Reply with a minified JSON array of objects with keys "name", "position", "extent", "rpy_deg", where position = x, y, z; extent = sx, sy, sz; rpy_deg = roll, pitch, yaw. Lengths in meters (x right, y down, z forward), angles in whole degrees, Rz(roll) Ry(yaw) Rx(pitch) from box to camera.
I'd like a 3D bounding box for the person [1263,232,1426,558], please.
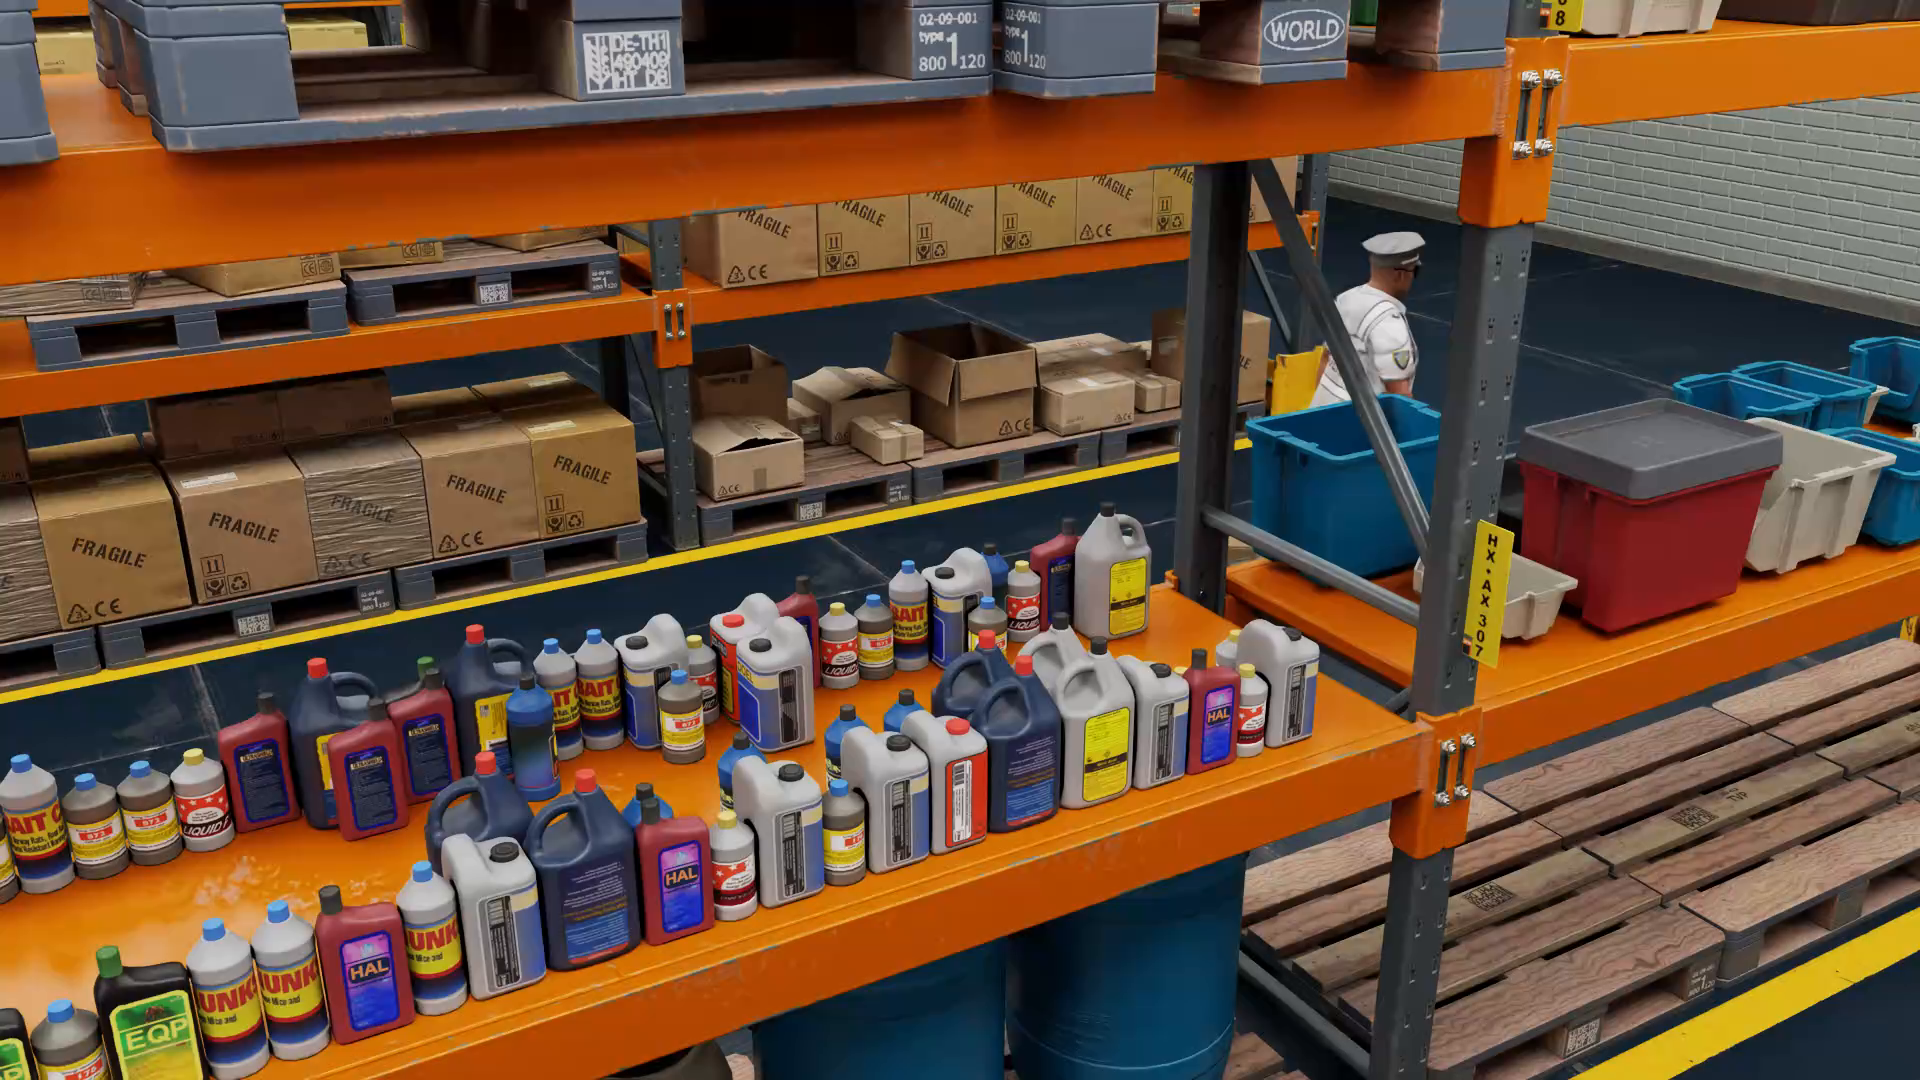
[{"name":"person","position":[1.803,-0.500,7.323],"extent":[1.047,1.701,0.556],"rpy_deg":[-1,22,-4]}]
